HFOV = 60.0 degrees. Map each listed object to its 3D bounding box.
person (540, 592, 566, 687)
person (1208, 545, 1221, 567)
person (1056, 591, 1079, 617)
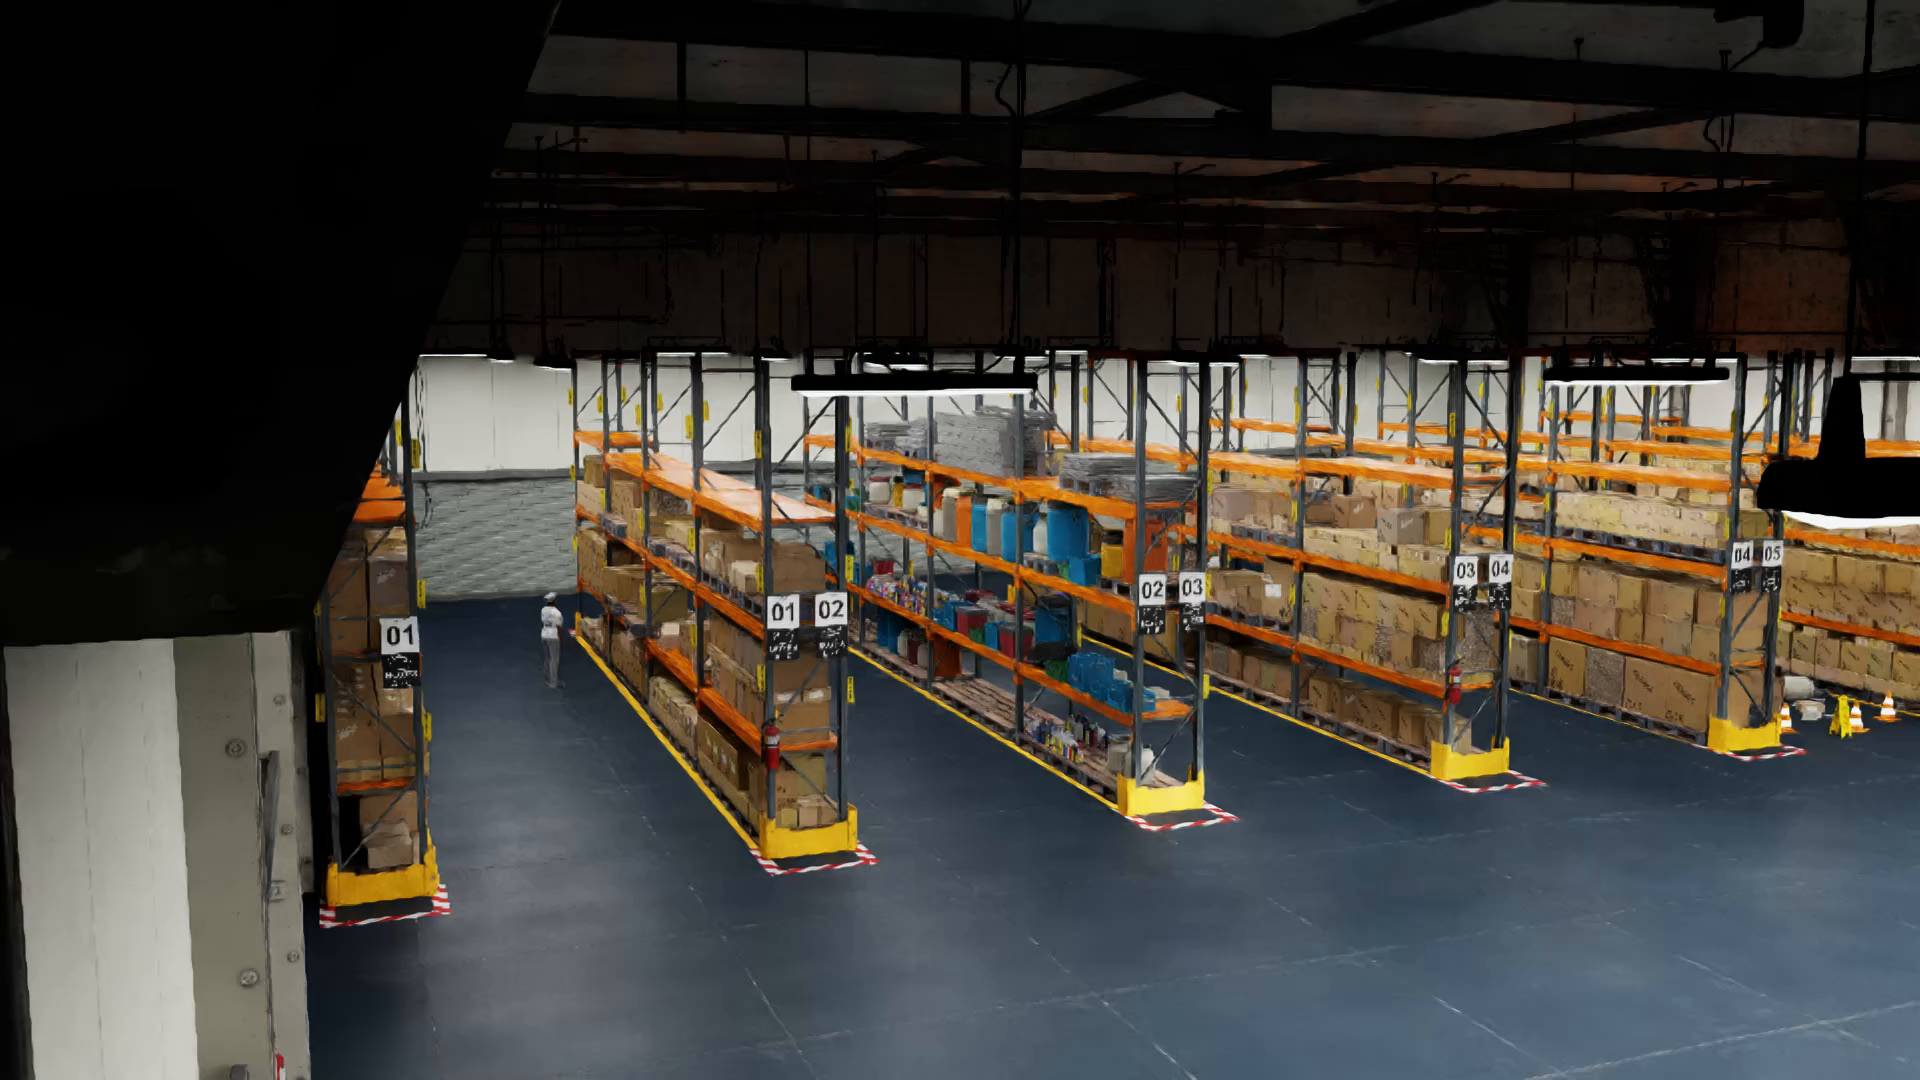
[{"bbox_3d":[-7.301,1.782,29.873,0.507,1.679,0.416,5,9,37],"label":"person"},{"bbox_3d":[5.687,0.949,36.393,0.598,1.698,1.194,-2,7,-19],"label":"person"},{"bbox_3d":[2.067,1.524,32.375,0.603,1.590,0.831,-2,7,-15],"label":"person"}]
